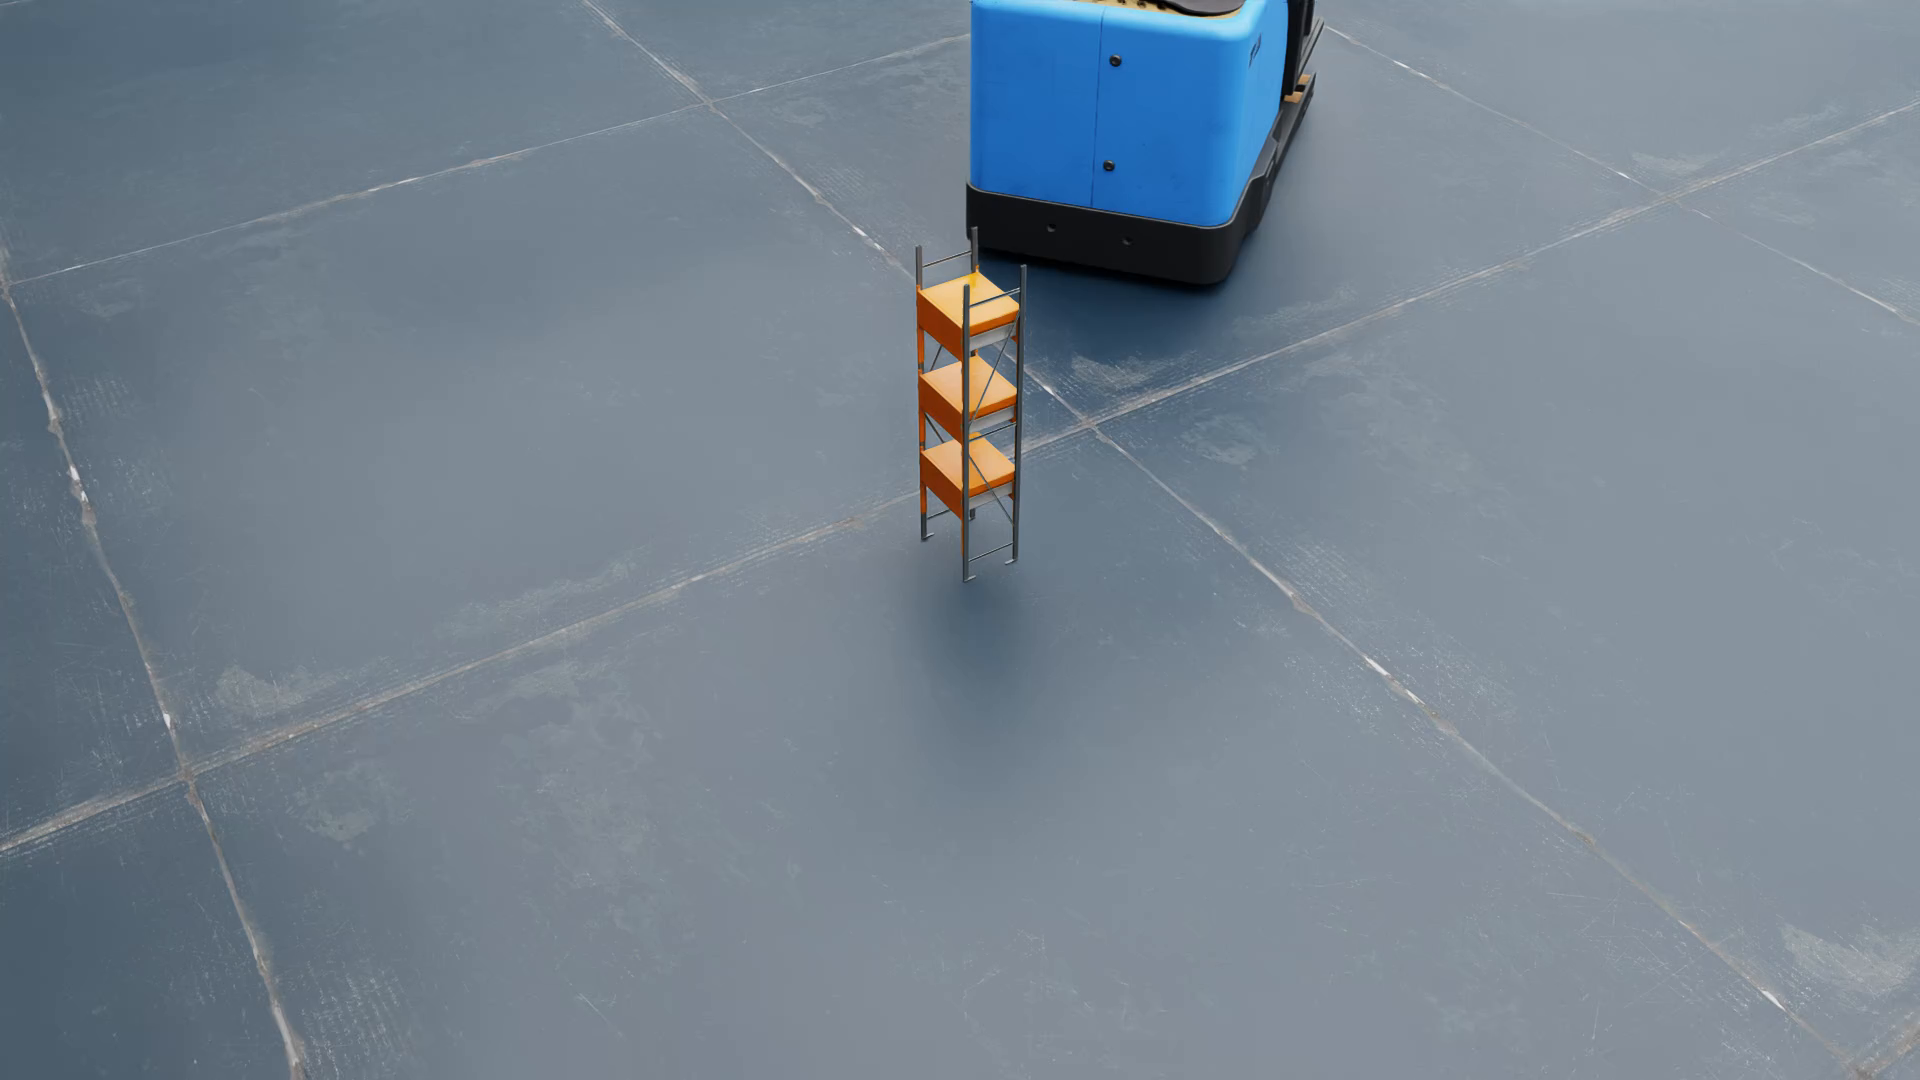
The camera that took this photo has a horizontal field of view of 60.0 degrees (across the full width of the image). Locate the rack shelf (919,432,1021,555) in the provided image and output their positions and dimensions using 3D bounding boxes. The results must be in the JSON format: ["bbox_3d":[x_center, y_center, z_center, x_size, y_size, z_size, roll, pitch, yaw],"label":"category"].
[{"bbox_3d":[0.029,-0.153,5.064,0.215,0.259,0.240,-22,45,-24],"label":"rack shelf"}]

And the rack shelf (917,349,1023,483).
[{"bbox_3d":[0.029,-0.366,4.886,0.215,0.259,0.240,-22,45,-24],"label":"rack shelf"}]

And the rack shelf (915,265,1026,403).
[{"bbox_3d":[0.029,-0.584,4.704,0.215,0.259,0.240,-22,45,-24],"label":"rack shelf"}]

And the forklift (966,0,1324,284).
[{"bbox_3d":[0.985,-3.045,6.615,1.130,2.935,3.031,12,41,15],"label":"forklift"}]

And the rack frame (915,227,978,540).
[{"bbox_3d":[-0.037,-0.440,4.958,0.200,1.050,0.008,-22,45,-24],"label":"rack frame"}]

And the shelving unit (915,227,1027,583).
[{"bbox_3d":[0.029,-0.374,4.879,0.215,1.050,0.252,-22,45,-24],"label":"shelving unit"}]

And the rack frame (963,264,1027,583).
[{"bbox_3d":[0.094,-0.309,4.800,0.200,1.050,0.008,-22,45,-24],"label":"rack frame"}]
